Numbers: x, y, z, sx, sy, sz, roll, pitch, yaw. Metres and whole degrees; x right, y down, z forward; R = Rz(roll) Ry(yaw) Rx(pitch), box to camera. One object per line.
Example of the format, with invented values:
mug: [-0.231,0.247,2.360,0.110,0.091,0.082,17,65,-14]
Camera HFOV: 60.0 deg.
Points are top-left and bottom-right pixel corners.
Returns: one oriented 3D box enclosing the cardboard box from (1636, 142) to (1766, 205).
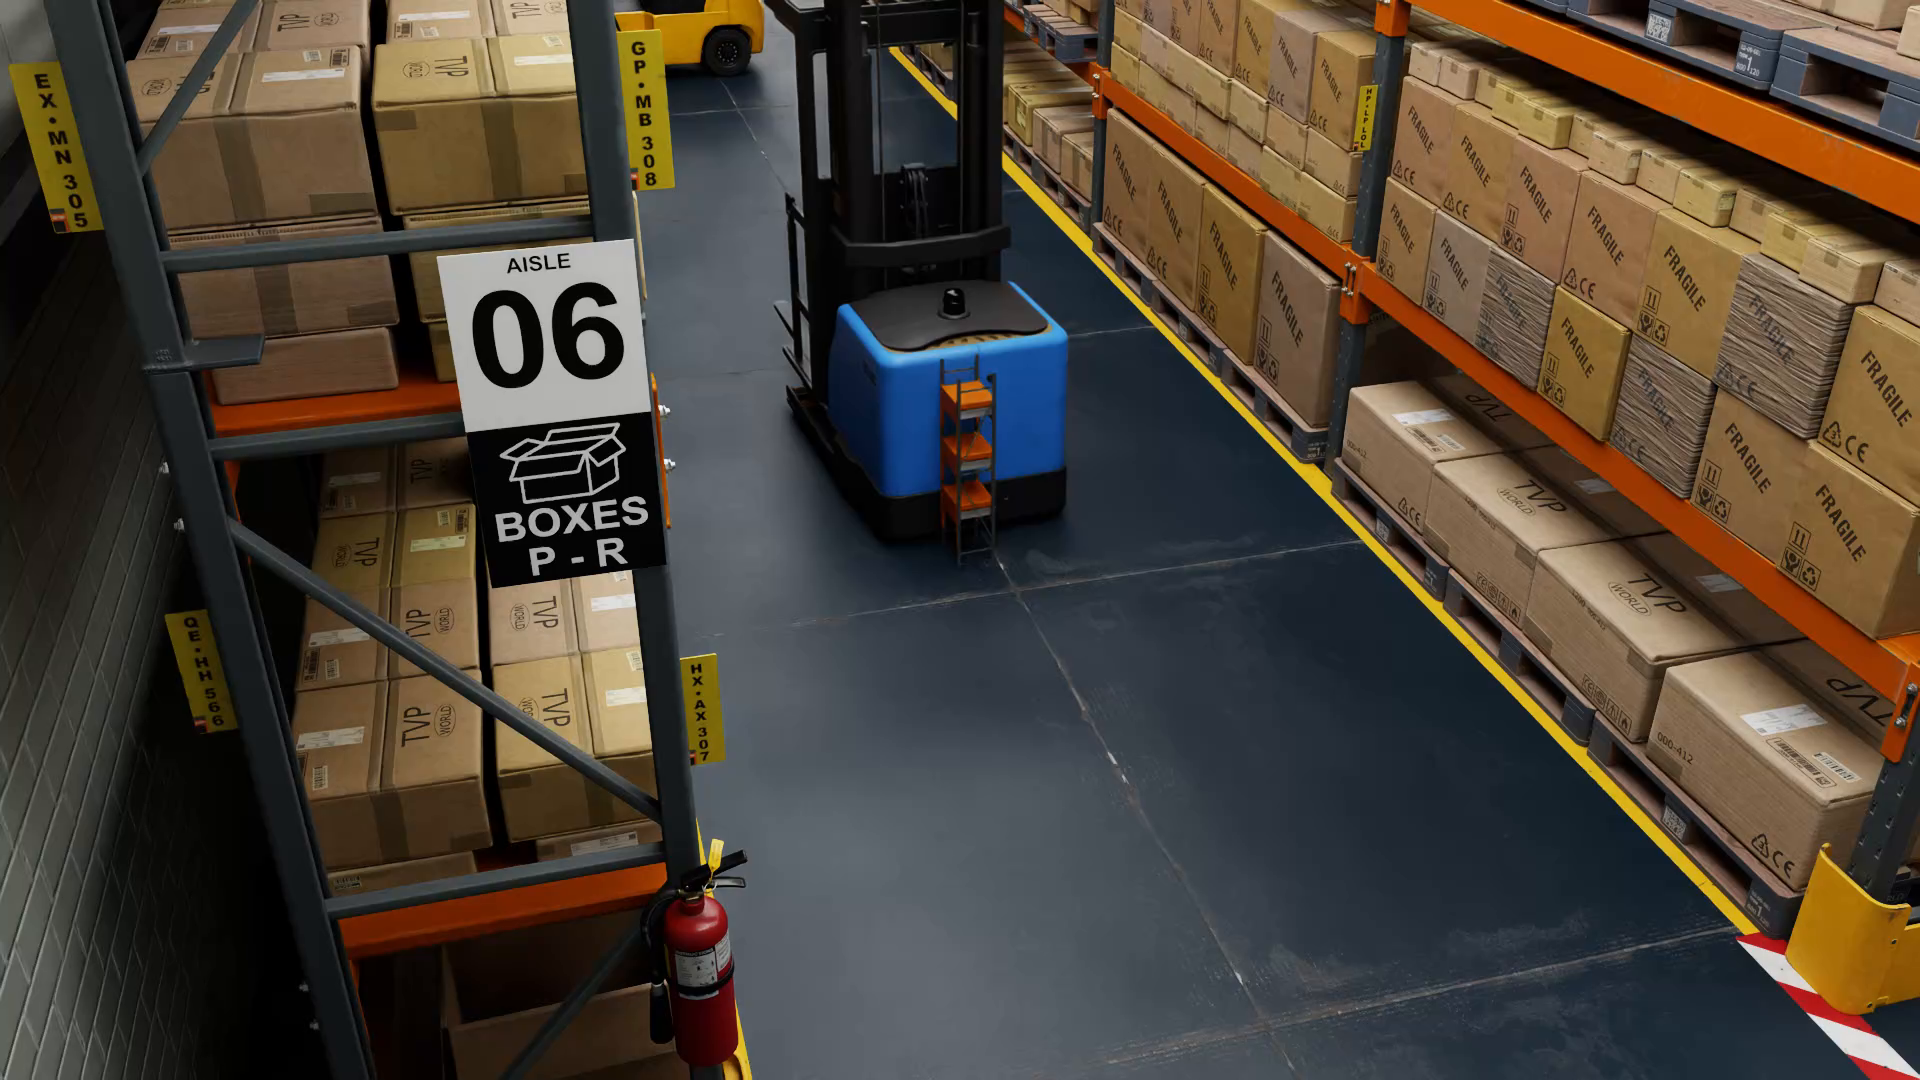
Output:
cardboard box: [2.883,-1.430,6.481,0.380,0.149,0.250,-7,31,-12]

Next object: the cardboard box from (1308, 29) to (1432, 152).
cardboard box: [2.193,-2.379,8.767,0.500,0.500,0.500,-7,31,-12]

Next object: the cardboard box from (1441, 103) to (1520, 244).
cardboard box: [2.574,-1.689,7.576,0.500,0.500,0.500,-8,31,-14]

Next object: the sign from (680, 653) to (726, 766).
sign: [-0.647,0.427,4.154,0.100,0.325,0.005,-8,31,-13]

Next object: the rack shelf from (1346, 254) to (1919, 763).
rack shelf: [3.084,-0.443,7.239,1.077,0.370,4.000,-8,31,-13]

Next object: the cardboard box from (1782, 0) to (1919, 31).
cardboard box: [3.266,-2.002,5.791,0.500,0.311,0.500,-7,31,-12]

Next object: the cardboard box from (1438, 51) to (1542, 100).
cardboard box: [2.470,-2.168,7.756,0.380,0.149,0.250,-7,31,-13]

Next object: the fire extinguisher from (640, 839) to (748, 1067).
fire extinguisher: [-0.685,1.078,4.343,0.296,0.674,0.183,-8,31,-13]

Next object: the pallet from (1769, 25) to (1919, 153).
pallet: [3.408,-1.405,5.277,1.003,0.211,1.213,-8,31,-13]

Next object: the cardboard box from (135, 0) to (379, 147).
cardboard box: [-1.694,-1.134,4.074,0.500,0.250,0.500,-9,31,-15]

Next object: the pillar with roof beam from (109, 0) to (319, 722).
pillar with roof beam: [1.235,-3.771,6.282,9.100,9.000,0.400,-8,31,-13]

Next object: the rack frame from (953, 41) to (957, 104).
rack frame: [0.430,-5.584,15.403,1.000,3.000,0.127,-8,31,-13]

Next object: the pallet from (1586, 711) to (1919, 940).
pallet: [3.327,1.043,6.738,1.003,0.211,1.213,-8,31,-13]

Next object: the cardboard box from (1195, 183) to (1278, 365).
cardboard box: [2.064,-1.706,10.405,0.875,0.875,0.875,-7,31,-12]

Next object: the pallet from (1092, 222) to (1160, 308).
pallet: [1.628,-2.054,12.089,1.003,0.211,1.213,-8,31,-13]

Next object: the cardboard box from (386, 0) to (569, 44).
cardboard box: [-1.162,-1.201,4.189,0.500,0.250,0.500,-8,31,-14]

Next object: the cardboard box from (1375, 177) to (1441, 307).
cardboard box: [2.425,-1.502,8.251,0.500,0.500,0.500,-7,31,-12]

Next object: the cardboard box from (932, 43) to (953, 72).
cardboard box: [0.014,-4.825,16.418,0.500,0.250,0.500,-6,31,-11]

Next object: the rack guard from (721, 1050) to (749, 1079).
rack guard: [-1.190,1.919,4.936,1.175,0.500,0.348,-8,31,-13]

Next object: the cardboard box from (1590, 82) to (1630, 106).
cardboard box: [3.048,-1.987,7.443,0.380,0.149,0.250,-8,31,-14]

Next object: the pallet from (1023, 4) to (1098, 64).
pallet: [1.200,-3.899,12.683,1.213,0.211,1.003,-8,31,-13]

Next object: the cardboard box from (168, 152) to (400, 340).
cardboard box: [-1.550,-0.667,3.767,0.500,0.250,0.500,-8,31,-14]

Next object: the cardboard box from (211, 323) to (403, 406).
cardboard box: [-1.478,-0.440,3.772,0.380,0.149,0.250,-7,31,-12]

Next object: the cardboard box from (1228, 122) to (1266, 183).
cardboard box: [1.941,-2.331,9.932,0.500,0.250,0.500,-9,31,-15]

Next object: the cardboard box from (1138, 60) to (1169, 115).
cardboard box: [1.532,-3.072,11.212,0.500,0.250,0.500,-9,31,-15]

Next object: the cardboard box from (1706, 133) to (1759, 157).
cardboard box: [3.300,-1.628,6.823,0.380,0.149,0.250,-8,31,-13]

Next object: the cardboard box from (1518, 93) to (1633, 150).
cardboard box: [2.628,-1.790,7.103,0.380,0.149,0.250,-9,31,-15]

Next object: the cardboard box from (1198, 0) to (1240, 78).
cardboard box: [1.781,-3.123,10.053,0.500,0.500,0.500,-7,31,-12]

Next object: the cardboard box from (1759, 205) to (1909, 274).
cardboard box: [3.059,-1.052,5.827,0.380,0.149,0.250,-7,31,-12]

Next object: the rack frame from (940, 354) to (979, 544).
rack frame: [-0.001,-0.451,8.482,0.200,1.050,0.008,-10,32,-17]

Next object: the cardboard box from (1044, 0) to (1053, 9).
cardboard box: [0.868,-4.210,12.861,0.380,0.149,0.250,-9,31,-16]

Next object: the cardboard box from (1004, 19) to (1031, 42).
cardboard box: [0.534,-5.221,16.353,0.500,0.500,0.500,-6,31,-11]

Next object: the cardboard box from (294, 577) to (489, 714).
cardboard box: [-1.683,0.374,4.963,0.500,0.250,0.500,-8,31,-13]

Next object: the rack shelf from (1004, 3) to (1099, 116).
rack shelf: [0.961,-4.307,13.914,1.077,0.370,4.000,-8,31,-13]

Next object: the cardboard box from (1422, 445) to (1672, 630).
cardboard box: [2.855,-0.043,7.969,0.875,0.438,0.875,-9,31,-15]

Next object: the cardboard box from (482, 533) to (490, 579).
cardboard box: [-1.302,0.067,5.493,0.500,0.250,0.500,-8,31,-14]

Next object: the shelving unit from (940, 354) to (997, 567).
shelving unit: [0.040,-0.394,8.382,0.215,1.050,0.252,-10,32,-17]

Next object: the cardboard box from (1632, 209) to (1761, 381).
cardboard box: [2.962,-0.953,6.305,0.500,0.500,0.500,-8,31,-14]

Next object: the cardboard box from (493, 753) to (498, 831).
cardboard box: [-1.525,0.727,4.750,0.380,0.149,0.250,-7,31,-12]

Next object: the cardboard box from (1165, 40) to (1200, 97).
cardboard box: [1.644,-3.034,10.648,0.500,0.250,0.500,-8,31,-13]

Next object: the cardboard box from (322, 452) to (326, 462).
cardboard box: [-2.086,-0.356,6.224,0.500,0.250,0.500,-7,31,-12]

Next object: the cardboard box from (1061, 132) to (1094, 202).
cardboard box: [1.351,-2.971,13.092,0.950,0.372,0.625,-10,32,-17]

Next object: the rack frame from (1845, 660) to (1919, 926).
rack frame: [3.615,0.212,5.390,1.000,3.000,0.127,-8,31,-13]

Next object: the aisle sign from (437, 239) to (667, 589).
aisle sign: [-0.869,-0.258,3.606,0.394,0.787,0.004,-8,31,-13]

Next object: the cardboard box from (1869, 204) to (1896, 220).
cardboard box: [3.483,-1.256,6.180,0.380,0.149,0.250,-8,31,-13]

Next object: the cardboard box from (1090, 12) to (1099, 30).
cardboard box: [1.178,-3.852,12.242,0.380,0.149,0.250,-7,31,-11]

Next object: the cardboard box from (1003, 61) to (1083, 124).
cardboard box: [0.766,-4.029,14.920,0.950,0.372,0.625,-6,31,-10]

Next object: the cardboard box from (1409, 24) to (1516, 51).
cardboard box: [2.714,-2.447,8.885,0.500,0.500,0.500,-7,31,-13]

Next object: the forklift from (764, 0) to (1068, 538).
forklift: [-0.406,-2.003,9.285,1.130,2.935,3.031,-10,32,-17]

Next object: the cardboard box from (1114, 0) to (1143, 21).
cardboard box: [1.387,-3.857,11.322,0.500,0.500,0.500,-9,31,-15]

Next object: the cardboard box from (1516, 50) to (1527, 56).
cardboard box: [2.942,-2.370,8.106,0.380,0.149,0.250,-8,31,-14]

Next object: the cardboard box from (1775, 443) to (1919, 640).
cardboard box: [3.232,-0.029,5.706,0.500,0.500,0.500,-8,31,-13]

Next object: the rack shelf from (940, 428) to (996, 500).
rack shelf: [0.040,-0.385,8.388,0.215,0.259,0.240,-10,32,-17]

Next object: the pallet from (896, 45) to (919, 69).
pallet: [-0.110,-5.287,17.674,1.003,0.211,1.213,-8,31,-13]

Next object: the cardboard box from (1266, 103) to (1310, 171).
cardboard box: [2.062,-2.293,9.367,0.500,0.250,0.500,-7,31,-12]

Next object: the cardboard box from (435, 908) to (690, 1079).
cardboard box: [-1.241,1.464,5.299,0.797,0.503,0.637,-9,31,-15]

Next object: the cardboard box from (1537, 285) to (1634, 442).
cardboard box: [2.817,-0.768,6.984,0.500,0.500,0.500,-7,31,-12]
